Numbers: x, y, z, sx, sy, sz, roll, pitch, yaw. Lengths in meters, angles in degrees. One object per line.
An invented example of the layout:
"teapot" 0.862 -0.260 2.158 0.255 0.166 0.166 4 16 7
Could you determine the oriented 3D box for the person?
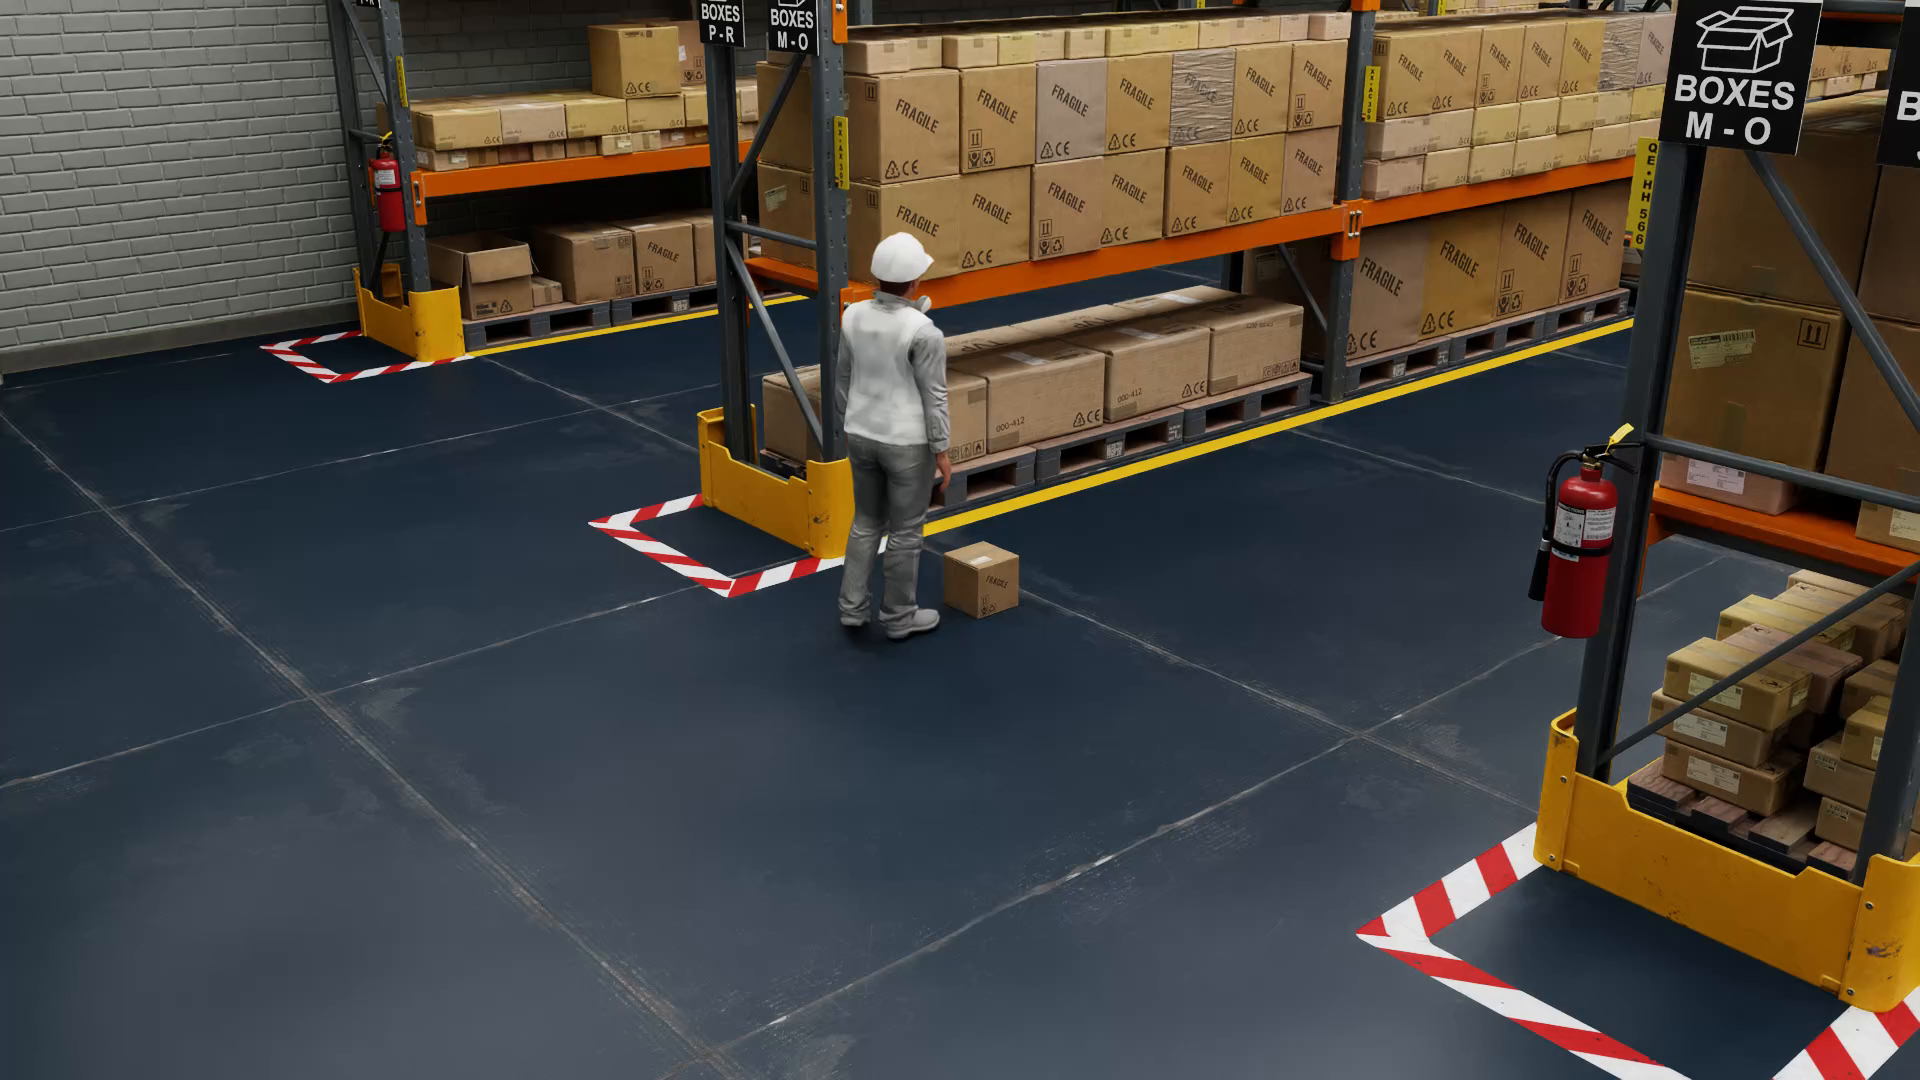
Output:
"person" -0.280 -0.419 7.125 0.582 1.810 0.378 15 26 35
